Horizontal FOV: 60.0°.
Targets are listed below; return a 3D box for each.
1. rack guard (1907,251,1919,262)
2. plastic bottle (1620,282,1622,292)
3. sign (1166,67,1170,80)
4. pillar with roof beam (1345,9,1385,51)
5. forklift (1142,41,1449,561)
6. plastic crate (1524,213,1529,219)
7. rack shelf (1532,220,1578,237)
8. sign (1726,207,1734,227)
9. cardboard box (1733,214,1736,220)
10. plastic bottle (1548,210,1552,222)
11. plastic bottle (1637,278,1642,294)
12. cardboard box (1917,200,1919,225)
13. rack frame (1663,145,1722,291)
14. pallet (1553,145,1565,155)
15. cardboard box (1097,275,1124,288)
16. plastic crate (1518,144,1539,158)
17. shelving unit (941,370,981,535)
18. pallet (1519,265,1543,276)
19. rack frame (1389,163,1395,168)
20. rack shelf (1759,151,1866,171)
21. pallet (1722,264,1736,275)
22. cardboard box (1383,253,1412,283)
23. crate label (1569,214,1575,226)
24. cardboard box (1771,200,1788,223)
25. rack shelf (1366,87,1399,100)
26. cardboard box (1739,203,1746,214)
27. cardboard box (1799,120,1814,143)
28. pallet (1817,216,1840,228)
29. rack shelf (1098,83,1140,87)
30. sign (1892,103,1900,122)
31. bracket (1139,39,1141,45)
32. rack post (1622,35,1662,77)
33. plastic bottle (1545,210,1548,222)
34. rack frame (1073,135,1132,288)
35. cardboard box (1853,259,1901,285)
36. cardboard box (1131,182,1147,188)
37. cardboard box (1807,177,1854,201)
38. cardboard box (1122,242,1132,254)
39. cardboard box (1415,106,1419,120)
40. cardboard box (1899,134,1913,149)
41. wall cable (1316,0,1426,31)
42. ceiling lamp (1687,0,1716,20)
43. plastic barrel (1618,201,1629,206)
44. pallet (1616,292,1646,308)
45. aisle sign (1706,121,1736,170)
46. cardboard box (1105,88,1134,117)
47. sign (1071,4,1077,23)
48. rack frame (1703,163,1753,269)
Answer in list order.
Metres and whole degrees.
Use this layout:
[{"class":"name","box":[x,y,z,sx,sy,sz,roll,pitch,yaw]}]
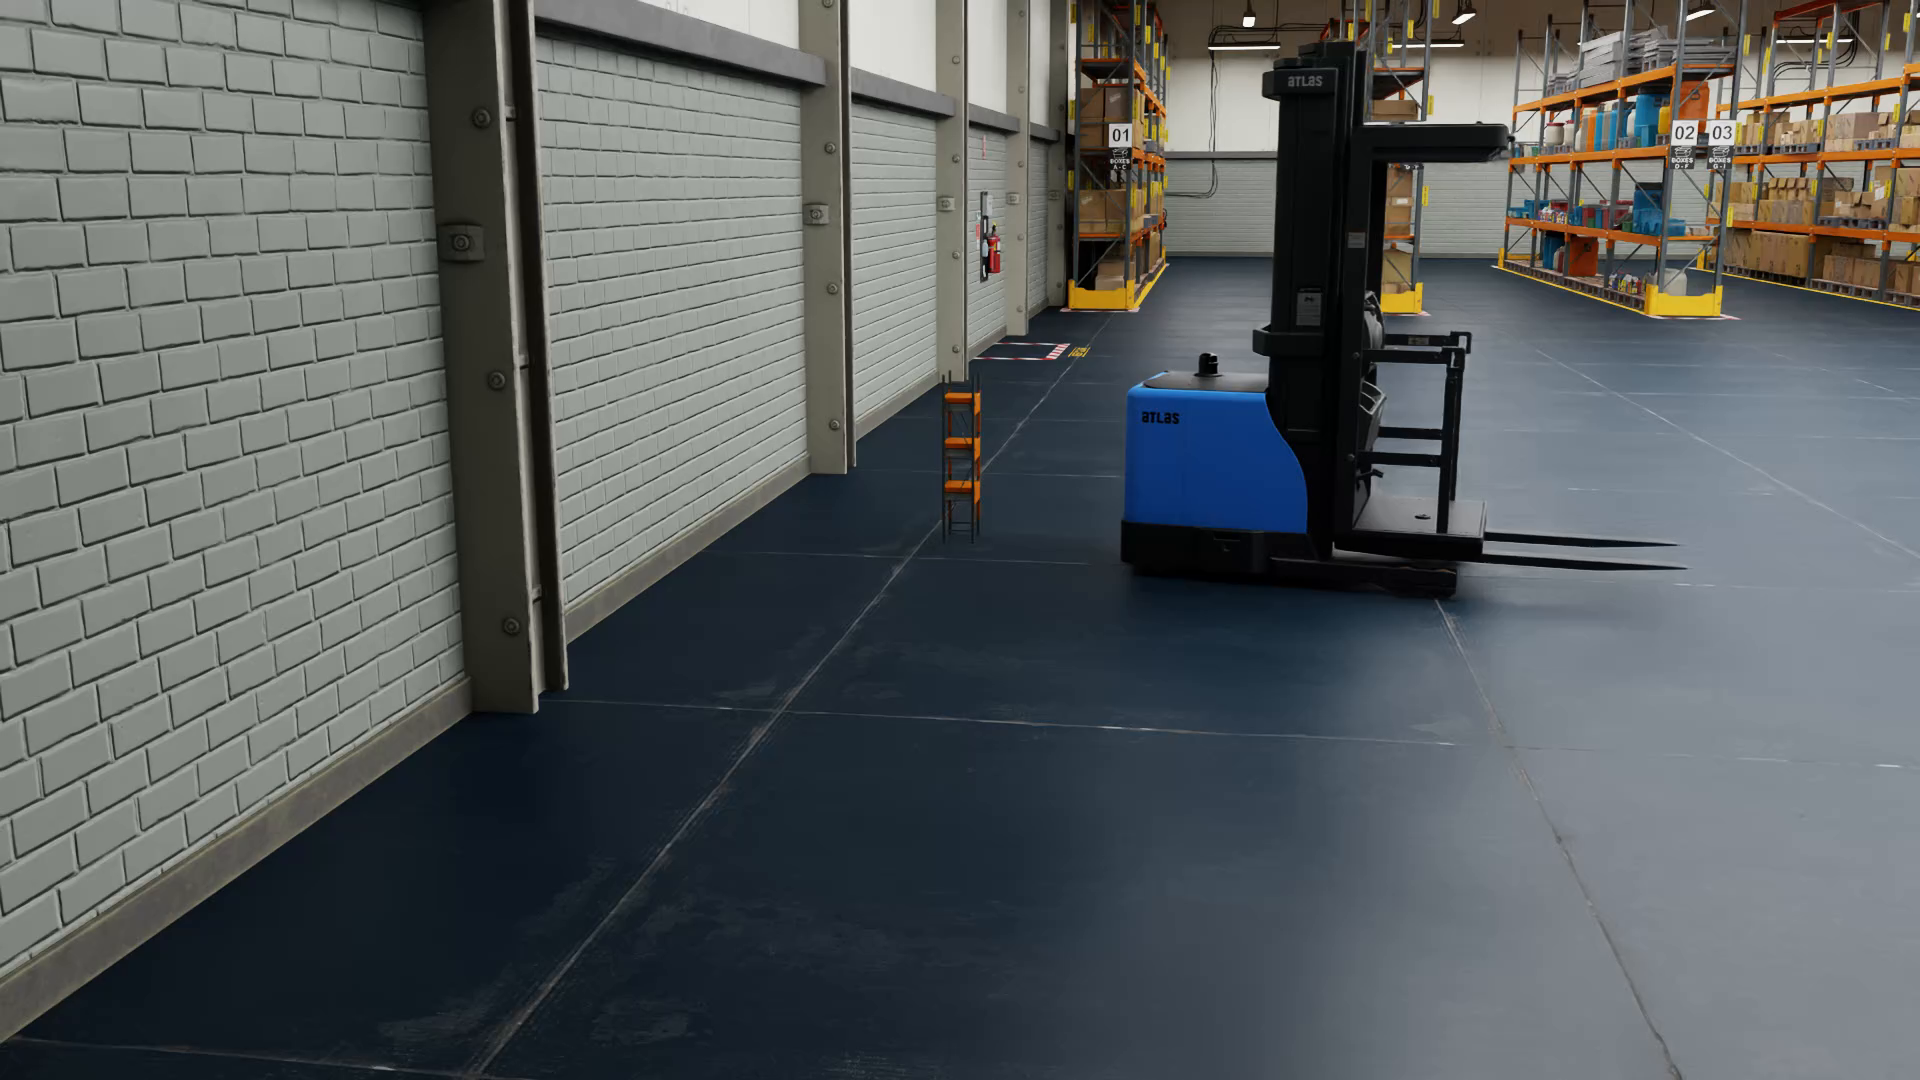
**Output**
[{"class":"rack guard","box":[24.523,-7.026,41.907,1.175,0.500,0.348,2,12,9]},{"class":"plastic bottle","box":[12.280,-4.703,30.793,0.097,0.201,0.097,0,12,0]},{"class":"sign","box":[5.500,-12.334,43.961,0.100,0.325,0.005,2,12,9]},{"class":"pillar with roof beam","box":[17.083,-11.861,36.476,17.304,5.858,4.923,2,12,9]},{"class":"forklift","box":[19.134,-5.223,27.241,22.890,3.159,46.598,4,13,18]},{"class":"plastic crate","box":[14.047,-7.910,40.586,0.437,0.125,0.590,2,12,9]},{"class":"rack shelf","box":[13.833,-7.005,37.586,1.077,0.370,4.000,2,12,9]},{"class":"sign","box":[12.838,-5.392,27.735,0.100,0.325,0.005,2,12,9]},{"class":"cardboard box","box":[18.955,-7.831,40.309,0.380,0.149,0.250,2,12,8]},{"class":"plastic bottle","box":[13.515,-7.387,37.947,0.152,0.276,0.135,2,12,9]},{"class":"plastic bottle","box":[12.315,-4.607,30.154,0.061,0.283,0.133,2,12,9]},{"class":"cardboard box","box":[17.585,-5.840,29.527,0.875,0.500,0.500,2,12,9]},{"class":"rack frame","box":[12.298,-5.275,27.850,0.949,2.616,0.053,2,12,9]},{"class":"pallet","box":[13.945,-8.745,37.278,1.003,0.211,1.213,2,12,9]},{"class":"cardboard box","box":[2.789,-4.757,30.783,0.500,0.311,0.500,3,13,13]},{"class":"plastic crate","box":[14.249,-9.733,41.562,0.504,0.338,0.767,2,12,9]},{"class":"shelving unit","box":[0.008,-0.525,10.436,0.215,1.050,0.249,2,12,9]},{"class":"pallet","box":[14.215,-6.564,40.452,1.003,0.211,1.213,2,12,9]},{"class":"rack frame","box":[8.013,-6.269,32.463,0.949,2.616,0.053,2,12,9]},{"class":"rack shelf","box":[18.727,-8.311,36.525,1.077,0.370,4.000,2,12,9]},{"class":"pallet","box":[13.567,-6.960,35.524,10.962,3.061,13.263,2,12,9]},{"class":"cardboard box","box":[7.778,-4.873,29.733,0.500,0.500,0.500,2,12,9]},{"class":"crate label","box":[13.090,-6.783,35.245,0.303,0.233,0.416,2,12,9]},{"class":"cardboard box","box":[18.563,-7.365,37.311,0.500,0.500,0.500,2,12,7]},{"class":"rack shelf","box":[8.324,-9.071,33.880,1.077,0.370,4.000,2,12,9]},{"class":"cardboard box","box":[18.920,-7.893,39.648,0.500,0.250,0.500,2,12,10]},{"class":"cardboard box","box":[18.488,-8.812,35.910,0.500,0.500,0.500,3,12,12]},{"class":"pallet","box":[18.415,-6.534,34.149,1.213,0.211,1.003,2,12,9]},{"class":"rack shelf","box":[3.428,-9.361,34.593,0.919,0.052,3.809,2,12,9]},{"class":"sign","box":[17.255,-7.876,30.638,0.100,0.325,0.005,2,12,9]},{"class":"bracket","box":[5.306,-14.777,49.158,0.235,0.232,0.430,2,12,9]},{"class":"rack post","box":[13.116,-9.551,32.978,0.935,0.934,2.738,2,12,9]},{"class":"plastic bottle","box":[13.526,-7.469,38.306,0.061,0.283,0.133,2,12,9]},{"class":"rack frame","box":[2.506,-5.596,29.340,1.000,3.000,0.127,2,12,9]},{"class":"cardboard box","box":[18.097,-5.283,32.775,0.700,0.500,0.500,1,12,4]},{"class":"cardboard box","box":[4.065,-7.924,37.372,0.500,0.250,0.500,2,12,10]},{"class":"cardboard box","box":[18.548,-7.471,35.421,0.797,0.503,0.637,2,12,11]},{"class":"cardboard box","box":[3.358,-6.142,34.984,0.500,0.250,0.500,2,12,7]},{"class":"cardboard box","box":[7.926,-7.562,29.776,0.500,0.500,0.500,2,12,9]},{"class":"cardboard box","box":[17.482,-7.255,30.273,0.500,0.250,0.500,1,12,6]},{"class":"wall cable","box":[11.920,-16.012,48.016,3.097,2.526,0.112,2,12,9]},{"class":"ceiling lamp","box":[16.777,-13.295,36.968,0.800,3.185,2.000,2,12,9]},{"class":"plastic barrel","box":[13.387,-6.519,33.300,0.433,0.535,0.433,0,12,0]},{"class":"pallet","box":[12.580,-4.351,30.184,1.003,0.211,1.213,2,12,9]},{"class":"aisle sign","box":[12.573,-6.521,27.463,0.394,0.787,0.004,2,12,9]},{"class":"cardboard box","box":[2.805,-7.682,29.242,0.500,0.500,0.500,1,12,5]},{"class":"sign","box":[1.960,-9.085,28.696,0.100,0.325,0.005,2,12,9]},{"class":"rack frame","box":[19.649,-8.445,42.561,1.000,3.000,0.127,2,12,9]}]
